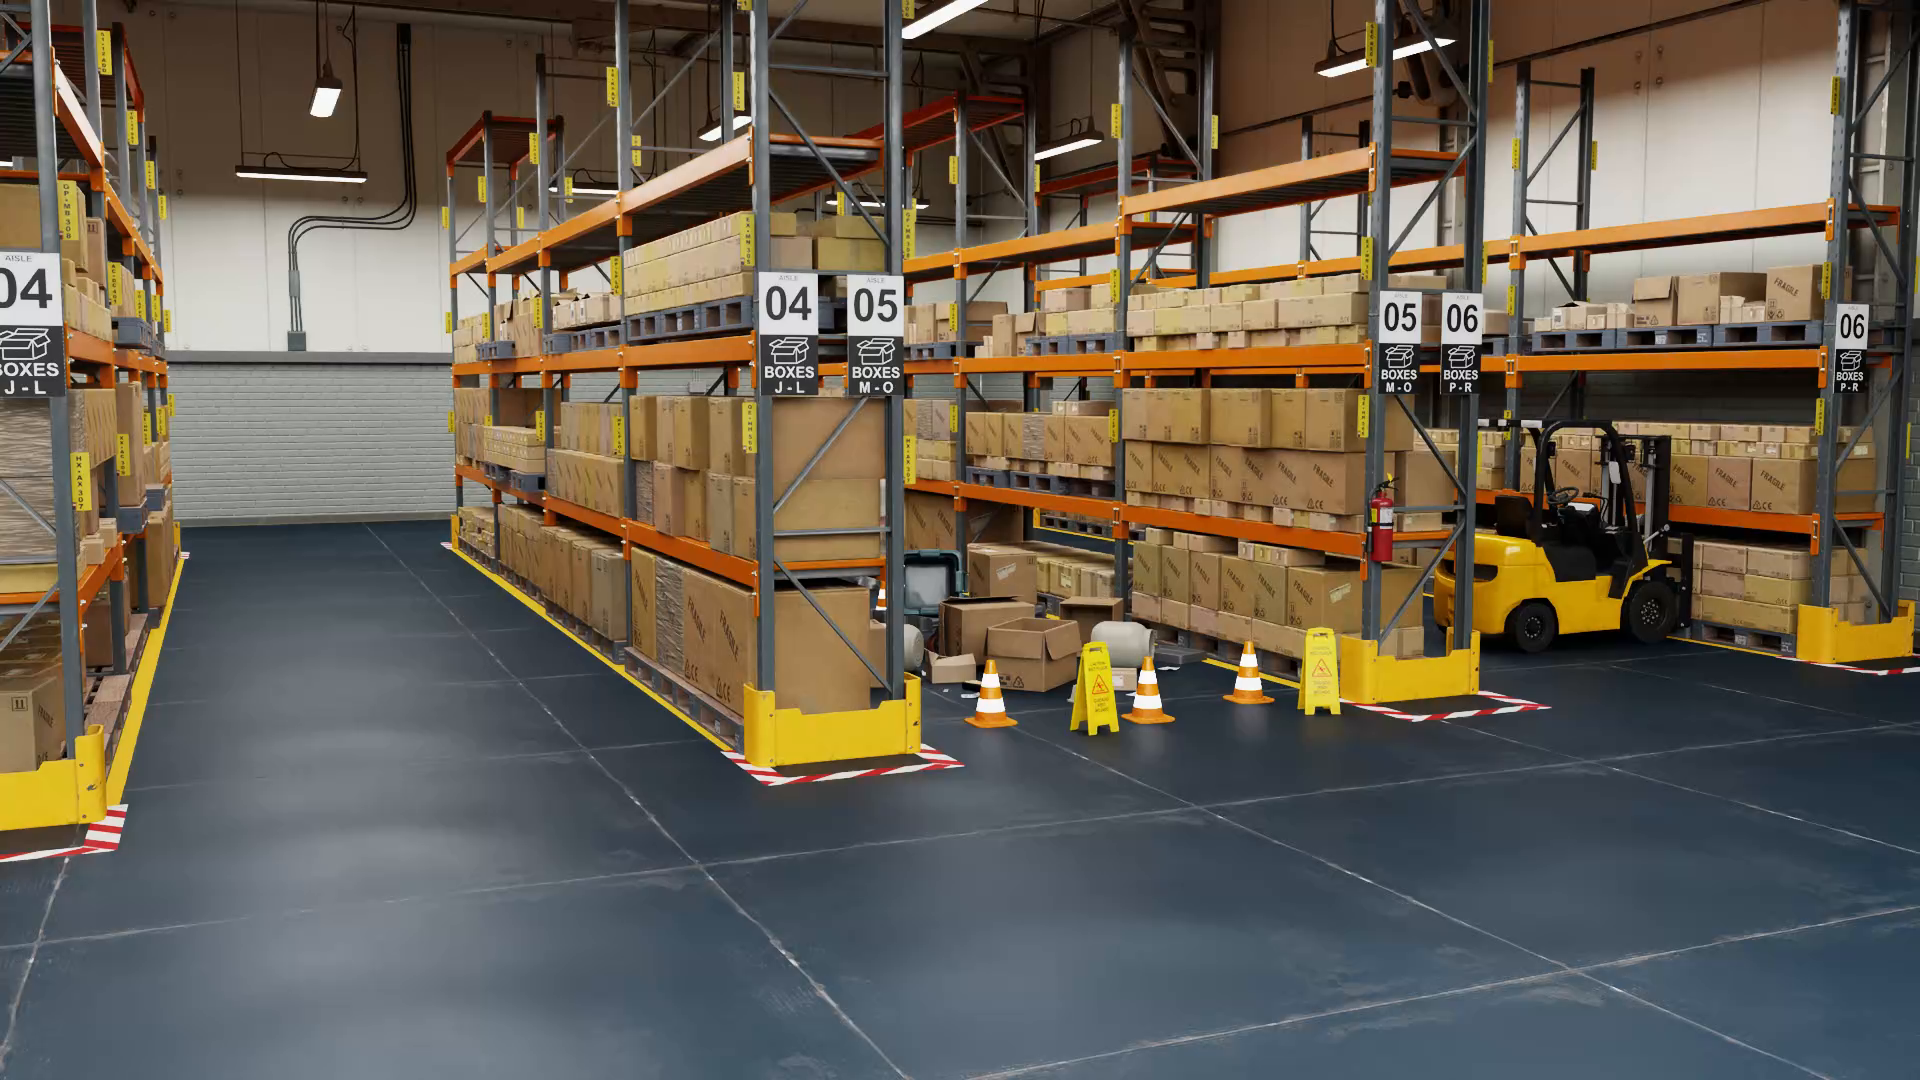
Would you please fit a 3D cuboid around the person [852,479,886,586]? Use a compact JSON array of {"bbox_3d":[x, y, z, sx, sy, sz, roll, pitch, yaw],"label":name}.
[{"bbox_3d":[-1.251,-0.319,20.605,0.601,1.724,1.084,-2,6,-25],"label":"person"}]
